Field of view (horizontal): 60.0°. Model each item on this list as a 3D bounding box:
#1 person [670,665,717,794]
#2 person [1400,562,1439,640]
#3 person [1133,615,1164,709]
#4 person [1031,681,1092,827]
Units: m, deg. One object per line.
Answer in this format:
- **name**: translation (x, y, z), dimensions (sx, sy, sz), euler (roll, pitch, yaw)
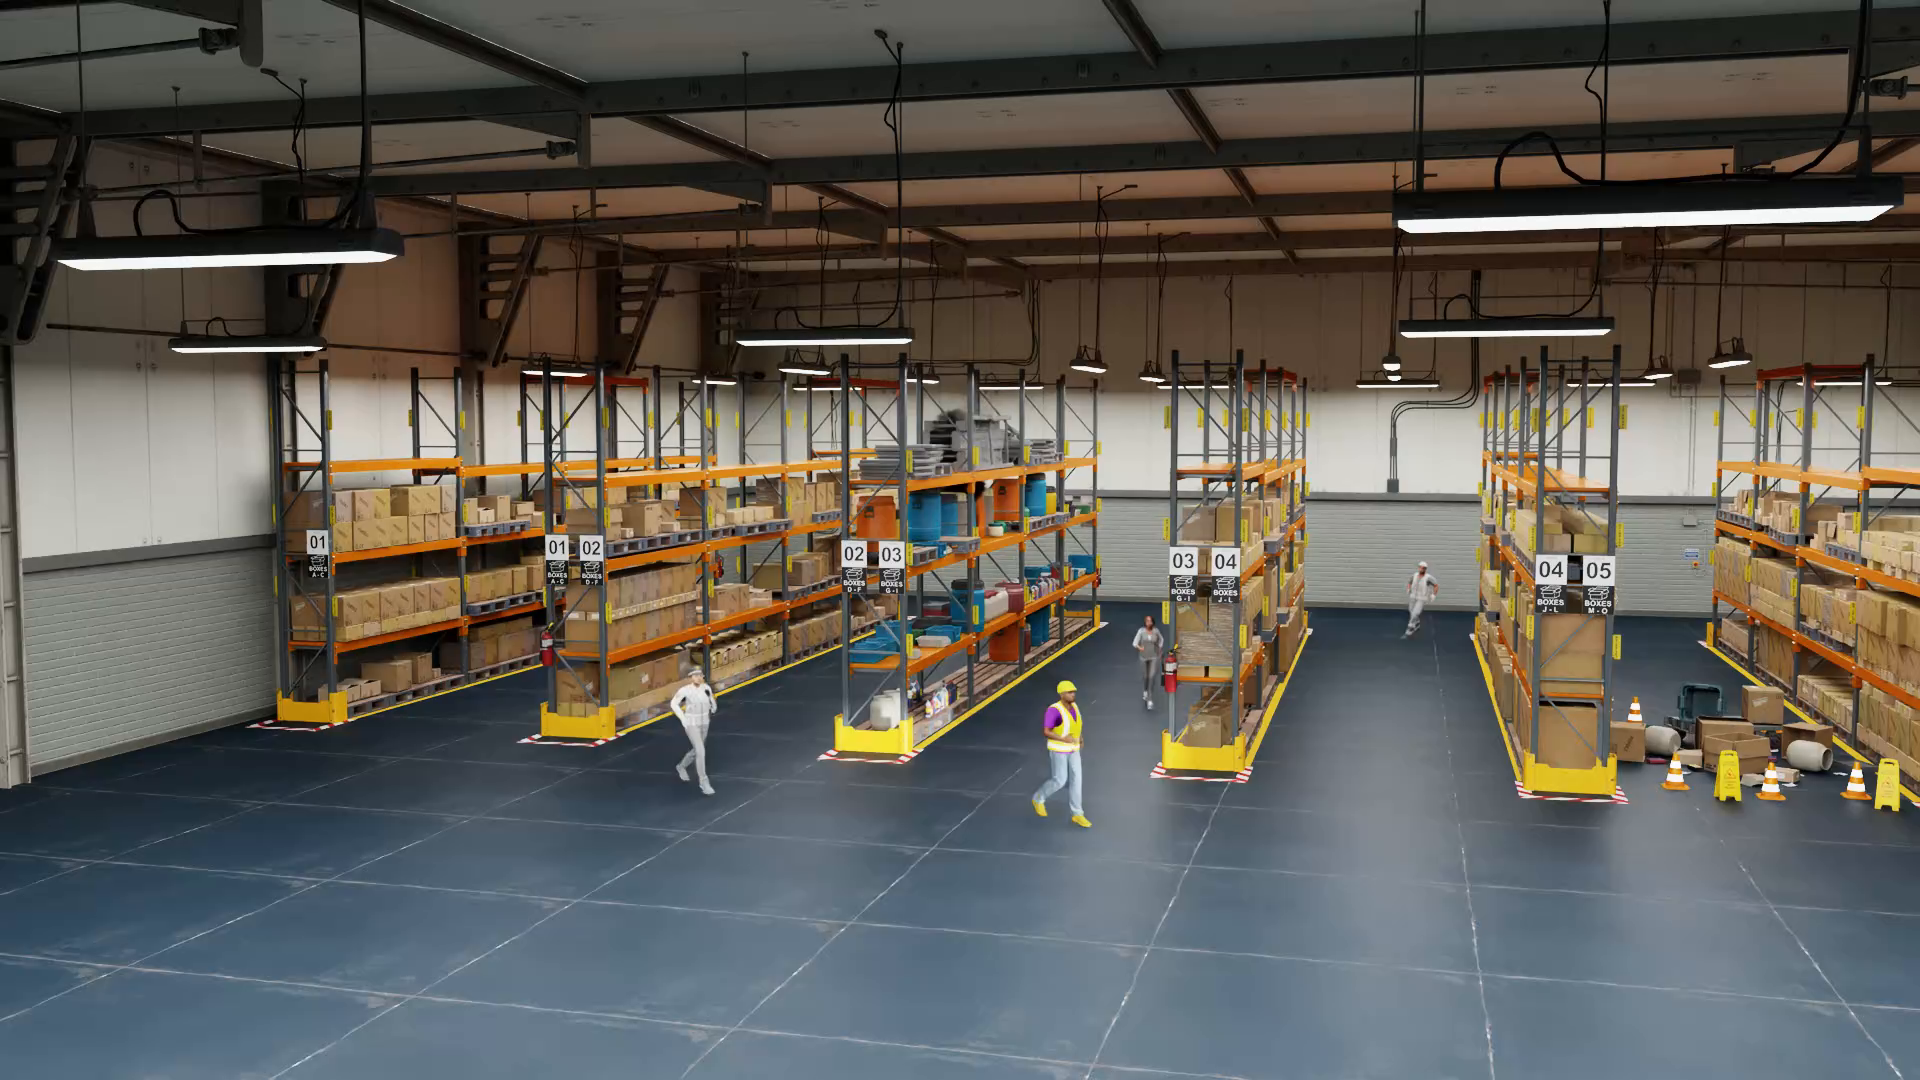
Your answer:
- **person**: translation (-3.576, 2.534, 22.583), dimensions (0.598, 1.718, 0.869), euler (-4, 6, -43)
- **person**: translation (10.470, 1.374, 37.962), dimensions (0.971, 1.770, 0.724), euler (-4, 6, -44)
- **person**: translation (3.298, 2.107, 29.155), dimensions (0.537, 1.607, 0.799), euler (1, 4, 7)
- **person**: translation (1.284, 2.630, 20.688), dimensions (0.865, 1.782, 0.724), euler (4, 6, 44)
